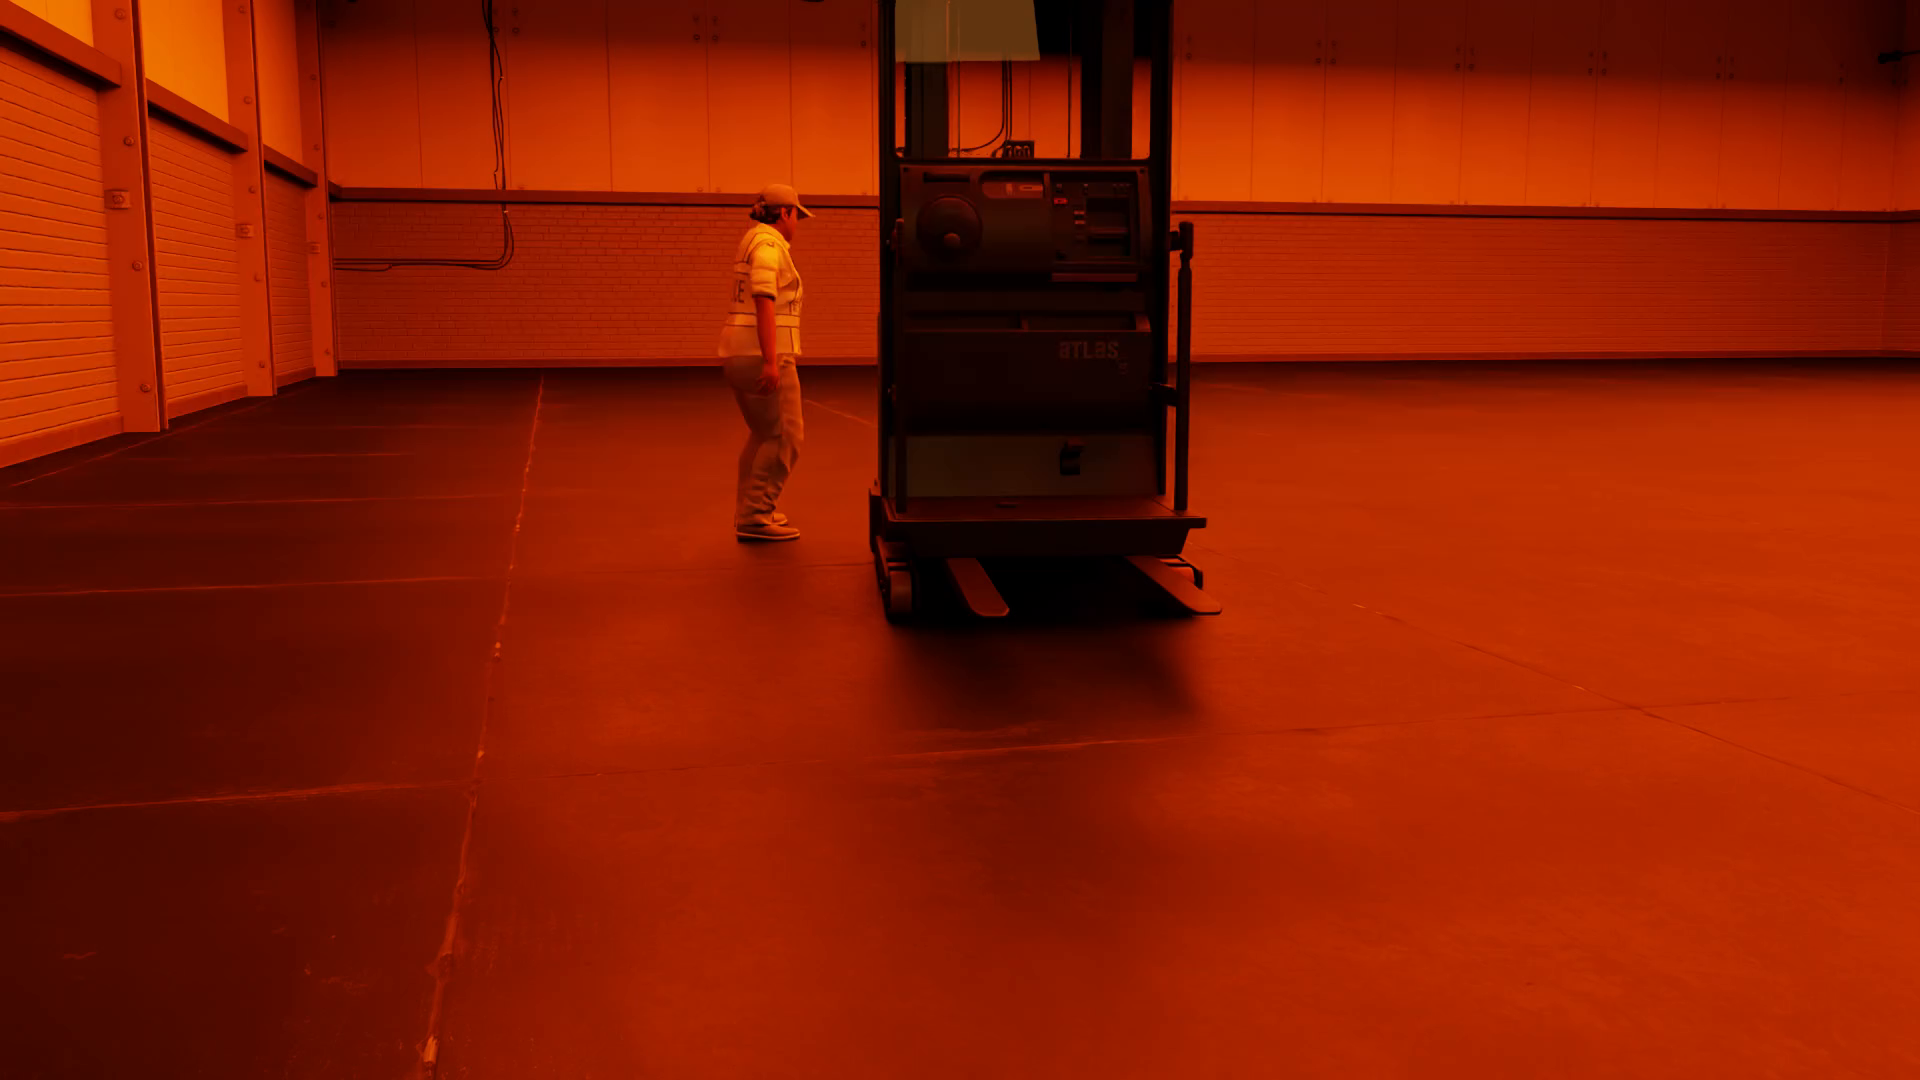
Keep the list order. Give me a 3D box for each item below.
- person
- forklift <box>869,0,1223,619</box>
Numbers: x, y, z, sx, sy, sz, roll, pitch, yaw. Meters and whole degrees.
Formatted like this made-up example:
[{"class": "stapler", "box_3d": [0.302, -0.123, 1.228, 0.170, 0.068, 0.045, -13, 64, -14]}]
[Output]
[{"class": "person", "box_3d": [-0.902, -0.835, 7.788, 0.459, 1.640, 0.778, -3, 8, -20]}, {"class": "forklift", "box_3d": [0.263, -1.233, 5.941, 1.130, 2.935, 3.031, -1, 8, -5]}]
